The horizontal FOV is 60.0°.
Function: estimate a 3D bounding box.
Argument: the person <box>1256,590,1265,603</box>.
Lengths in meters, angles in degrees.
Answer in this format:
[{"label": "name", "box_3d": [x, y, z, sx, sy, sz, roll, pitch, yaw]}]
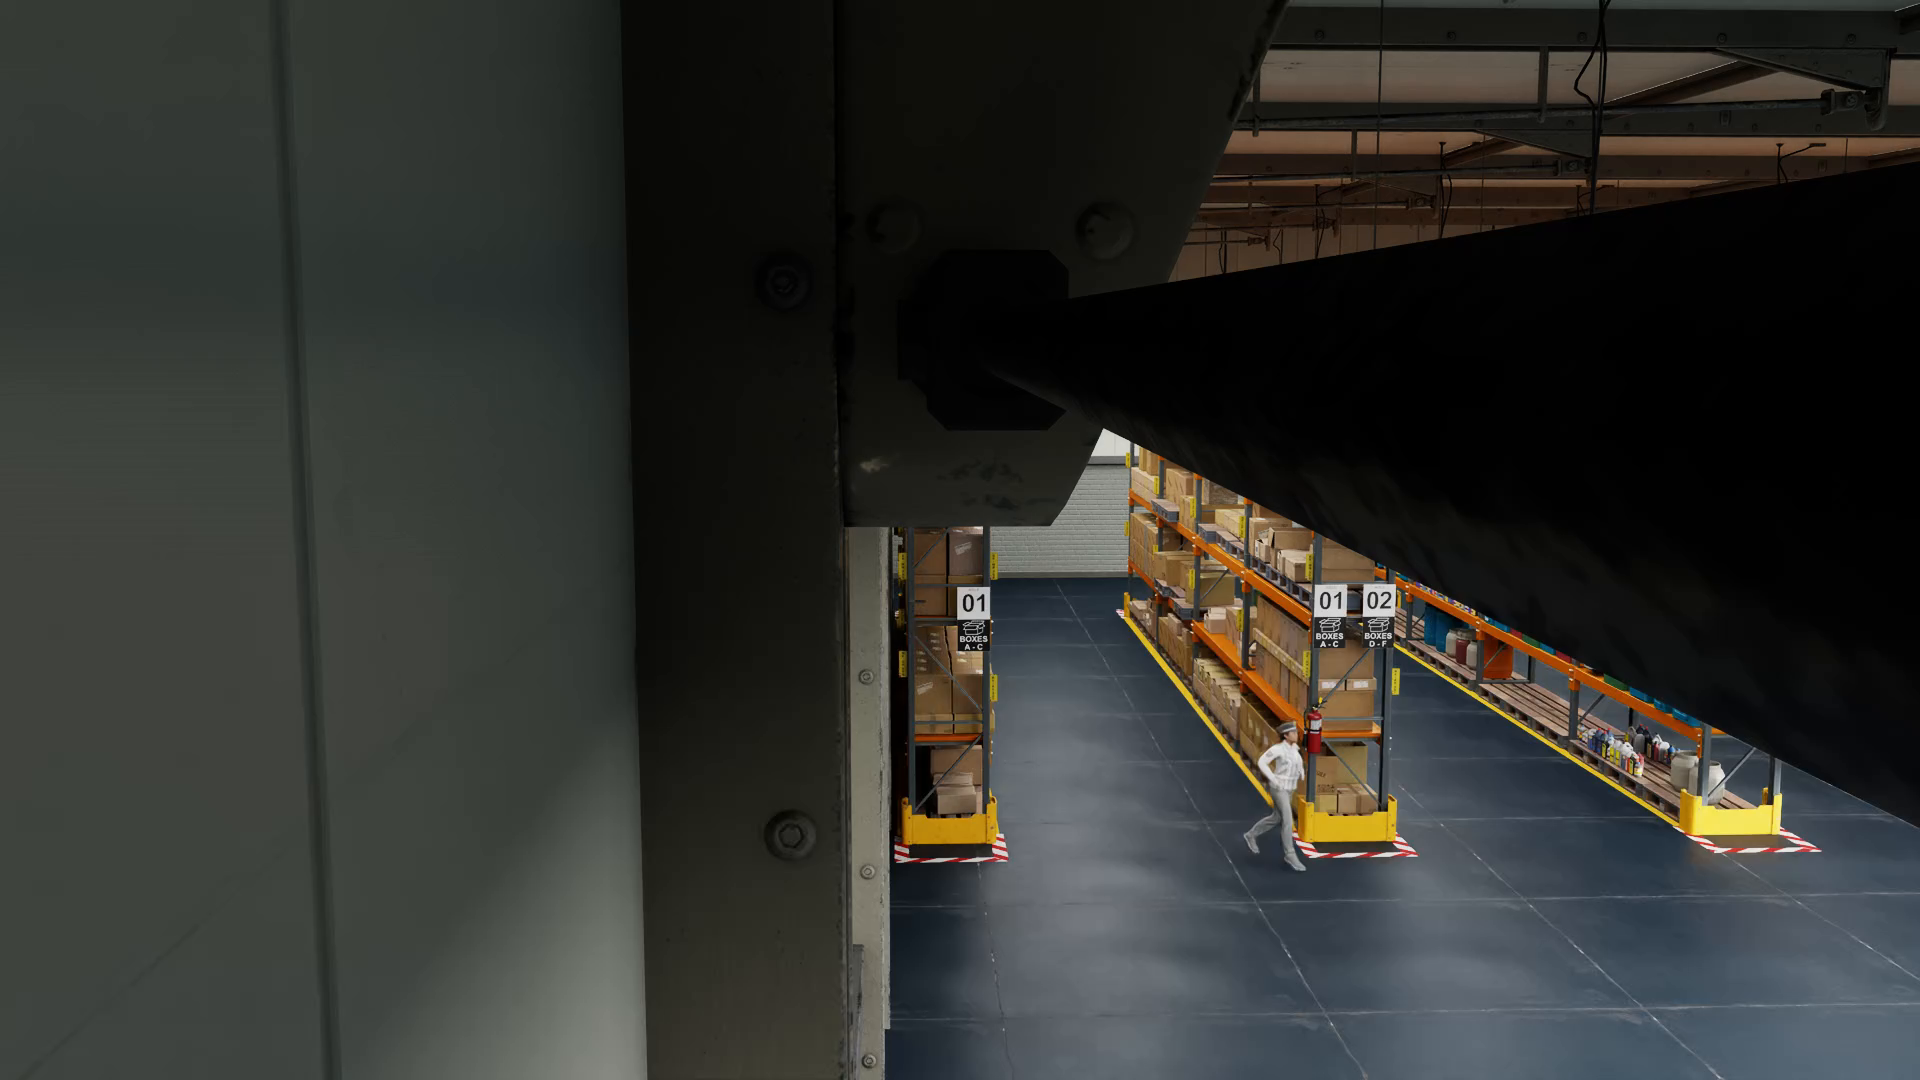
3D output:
[{"label": "person", "box_3d": [6.345, 1.049, 34.370, 0.642, 1.827, 0.837, -1, 7, -11]}]

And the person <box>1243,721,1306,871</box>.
[{"label": "person", "box_3d": [3.830, 2.974, 19.762, 0.850, 1.715, 0.629, 6, 10, 41]}]
